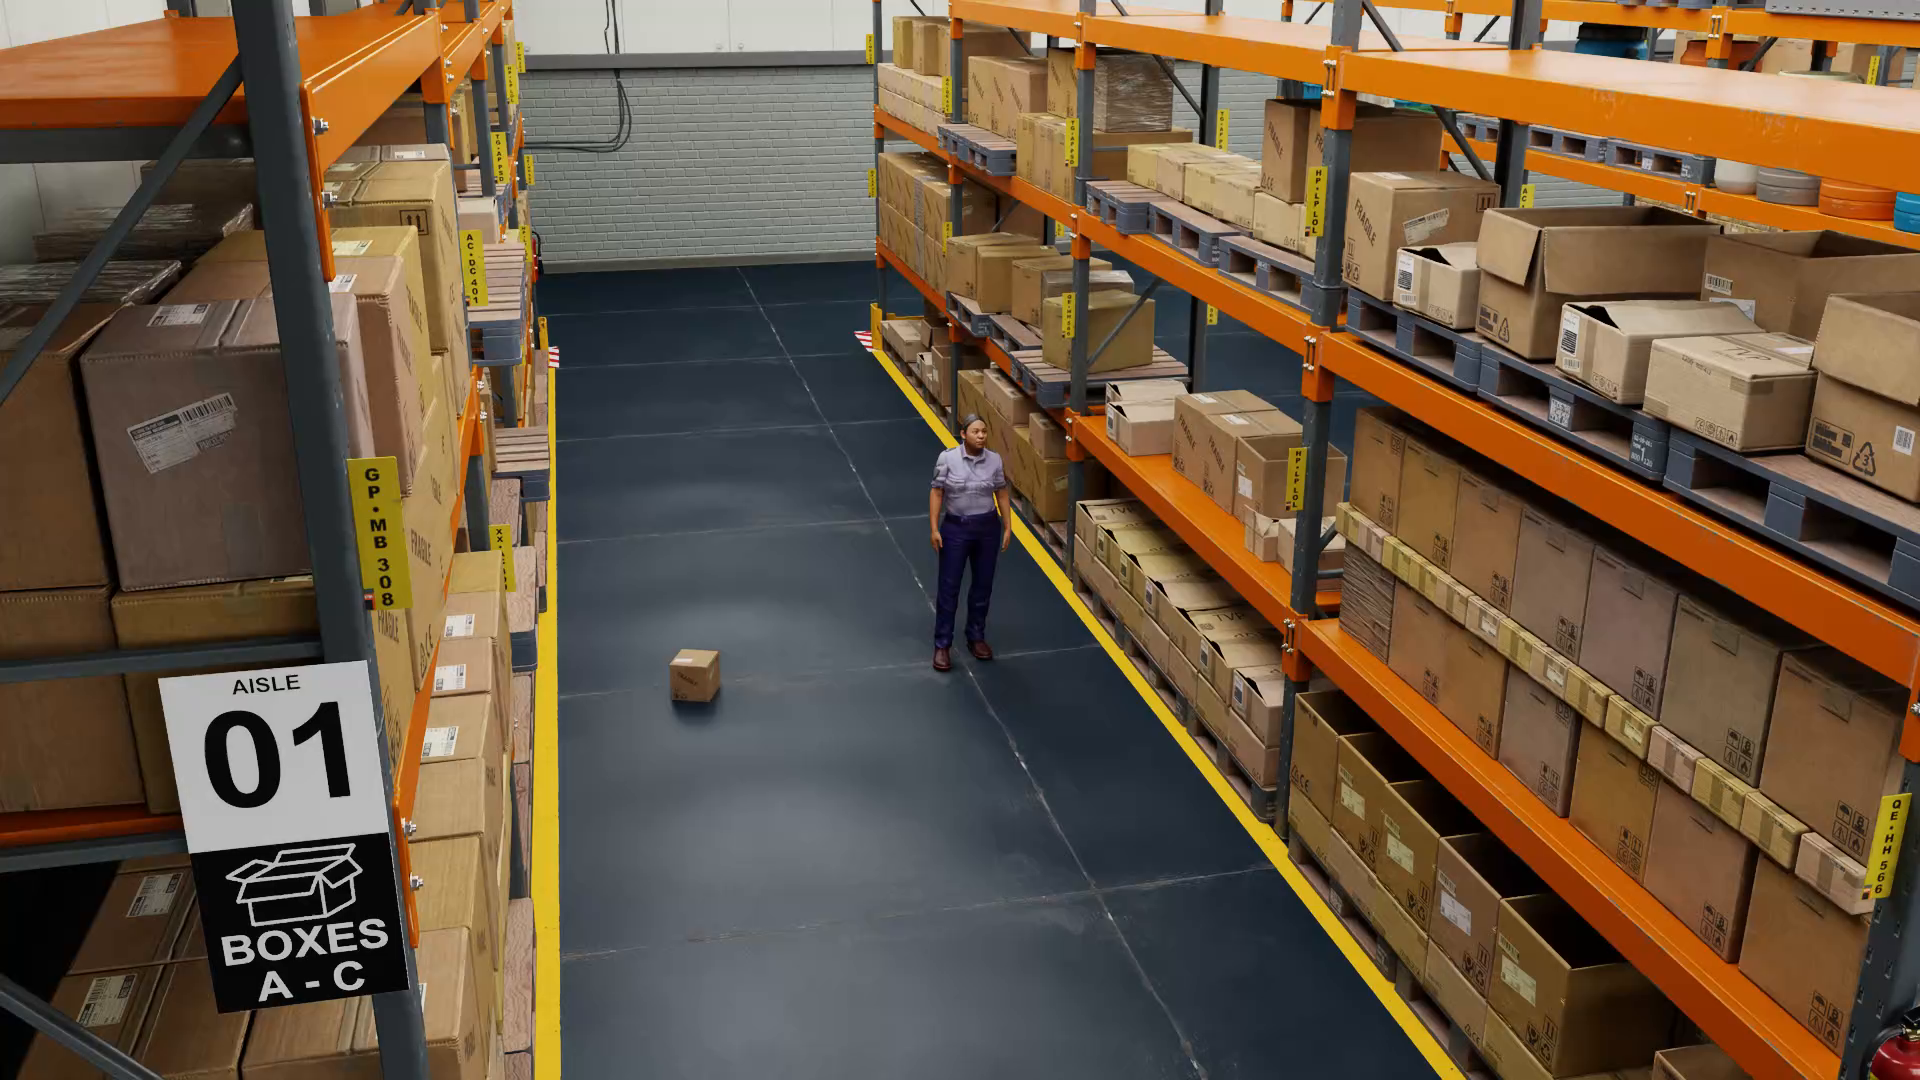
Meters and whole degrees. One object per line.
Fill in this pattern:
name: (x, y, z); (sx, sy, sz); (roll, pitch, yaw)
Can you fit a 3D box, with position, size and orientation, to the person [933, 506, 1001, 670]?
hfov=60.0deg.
person: (0.031, 0.301, 11.145); (0.502, 1.028, 0.461); (-5, 20, -13)
